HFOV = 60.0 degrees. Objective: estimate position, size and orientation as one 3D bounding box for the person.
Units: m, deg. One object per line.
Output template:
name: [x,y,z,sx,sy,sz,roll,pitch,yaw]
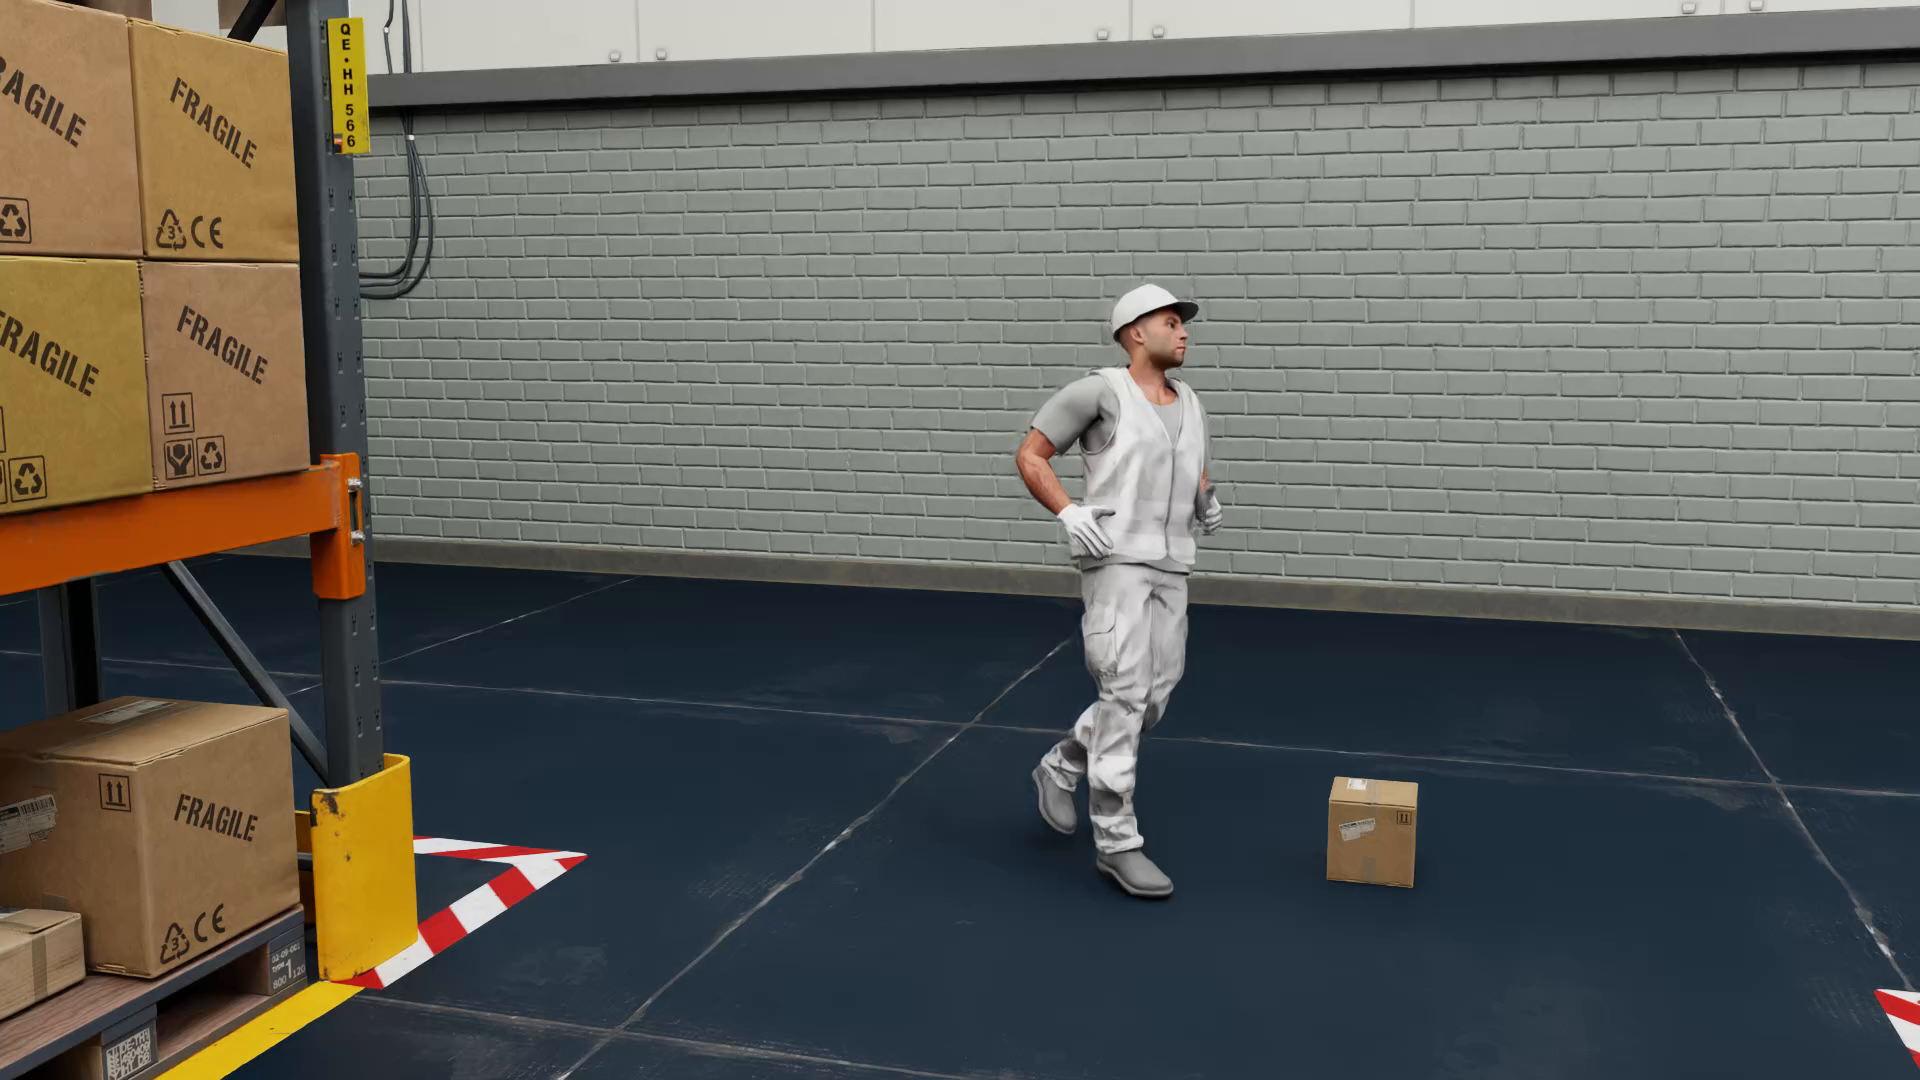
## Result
person: [0.580,0.101,5.103,0.679,1.754,0.757,-6,10,-36]
